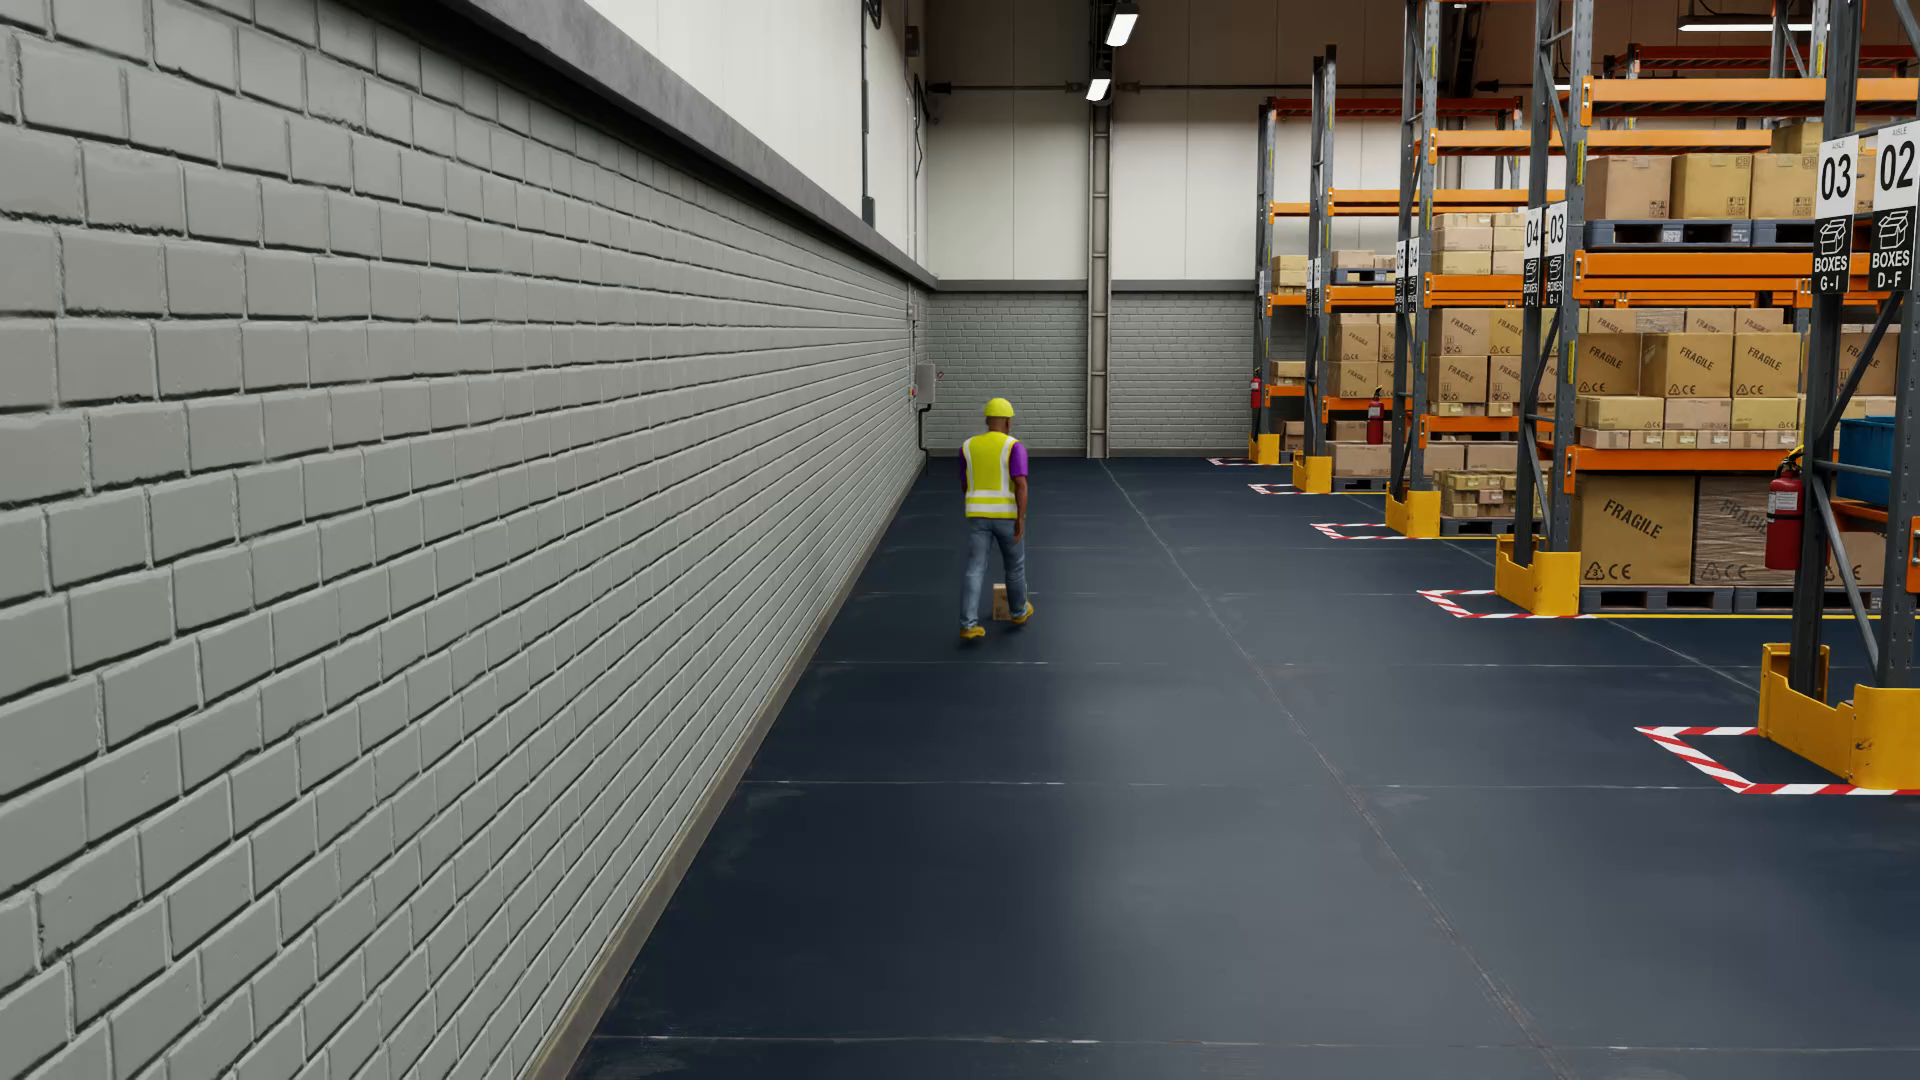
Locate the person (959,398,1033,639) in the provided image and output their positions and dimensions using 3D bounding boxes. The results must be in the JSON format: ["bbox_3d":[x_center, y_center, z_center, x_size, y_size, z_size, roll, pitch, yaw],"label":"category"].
[{"bbox_3d":[0.265,-0.183,12.091,0.568,1.693,1.084,2,8,17],"label":"person"}]
